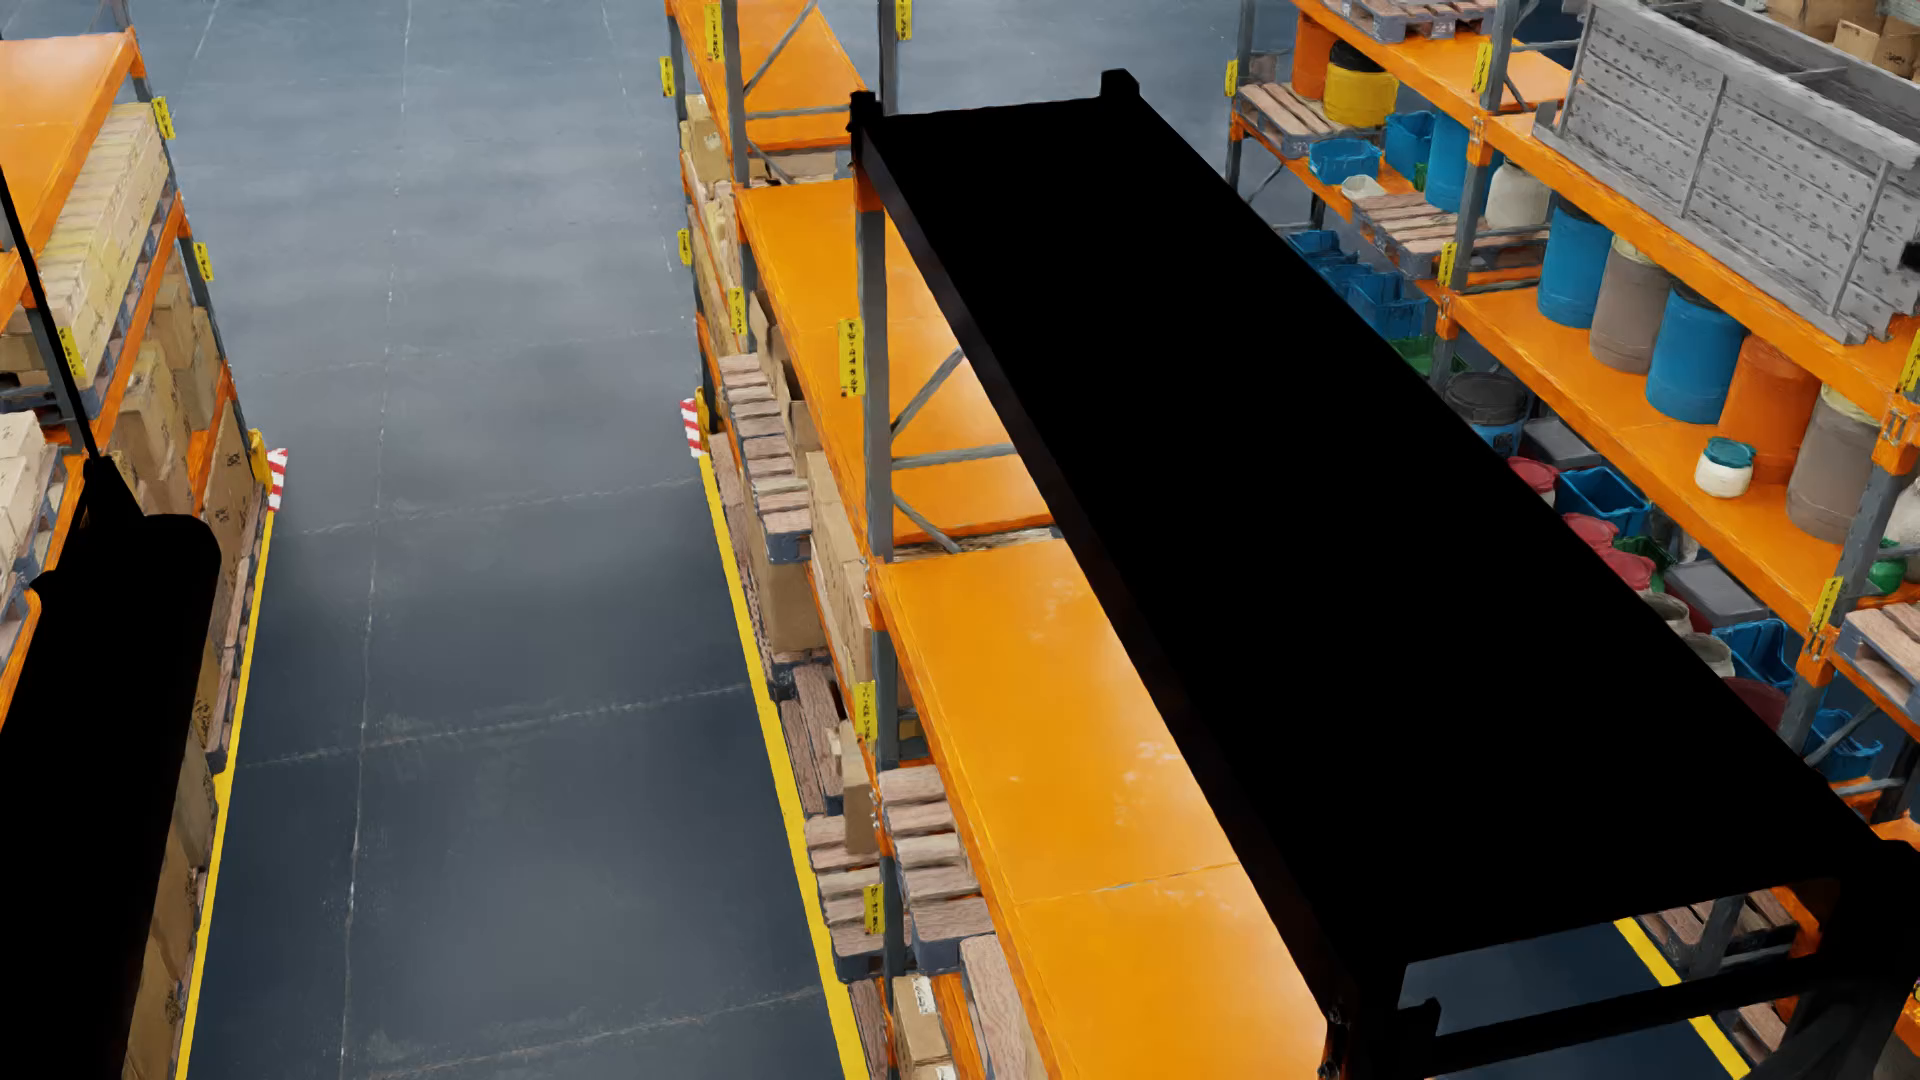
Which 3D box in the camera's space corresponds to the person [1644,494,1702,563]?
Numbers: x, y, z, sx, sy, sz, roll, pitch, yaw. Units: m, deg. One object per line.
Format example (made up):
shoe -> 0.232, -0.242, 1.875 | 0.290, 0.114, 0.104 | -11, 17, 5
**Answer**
person -> 5.592, -0.275, 12.884 | 0.605, 1.789, 0.450 | 29, 44, 35
